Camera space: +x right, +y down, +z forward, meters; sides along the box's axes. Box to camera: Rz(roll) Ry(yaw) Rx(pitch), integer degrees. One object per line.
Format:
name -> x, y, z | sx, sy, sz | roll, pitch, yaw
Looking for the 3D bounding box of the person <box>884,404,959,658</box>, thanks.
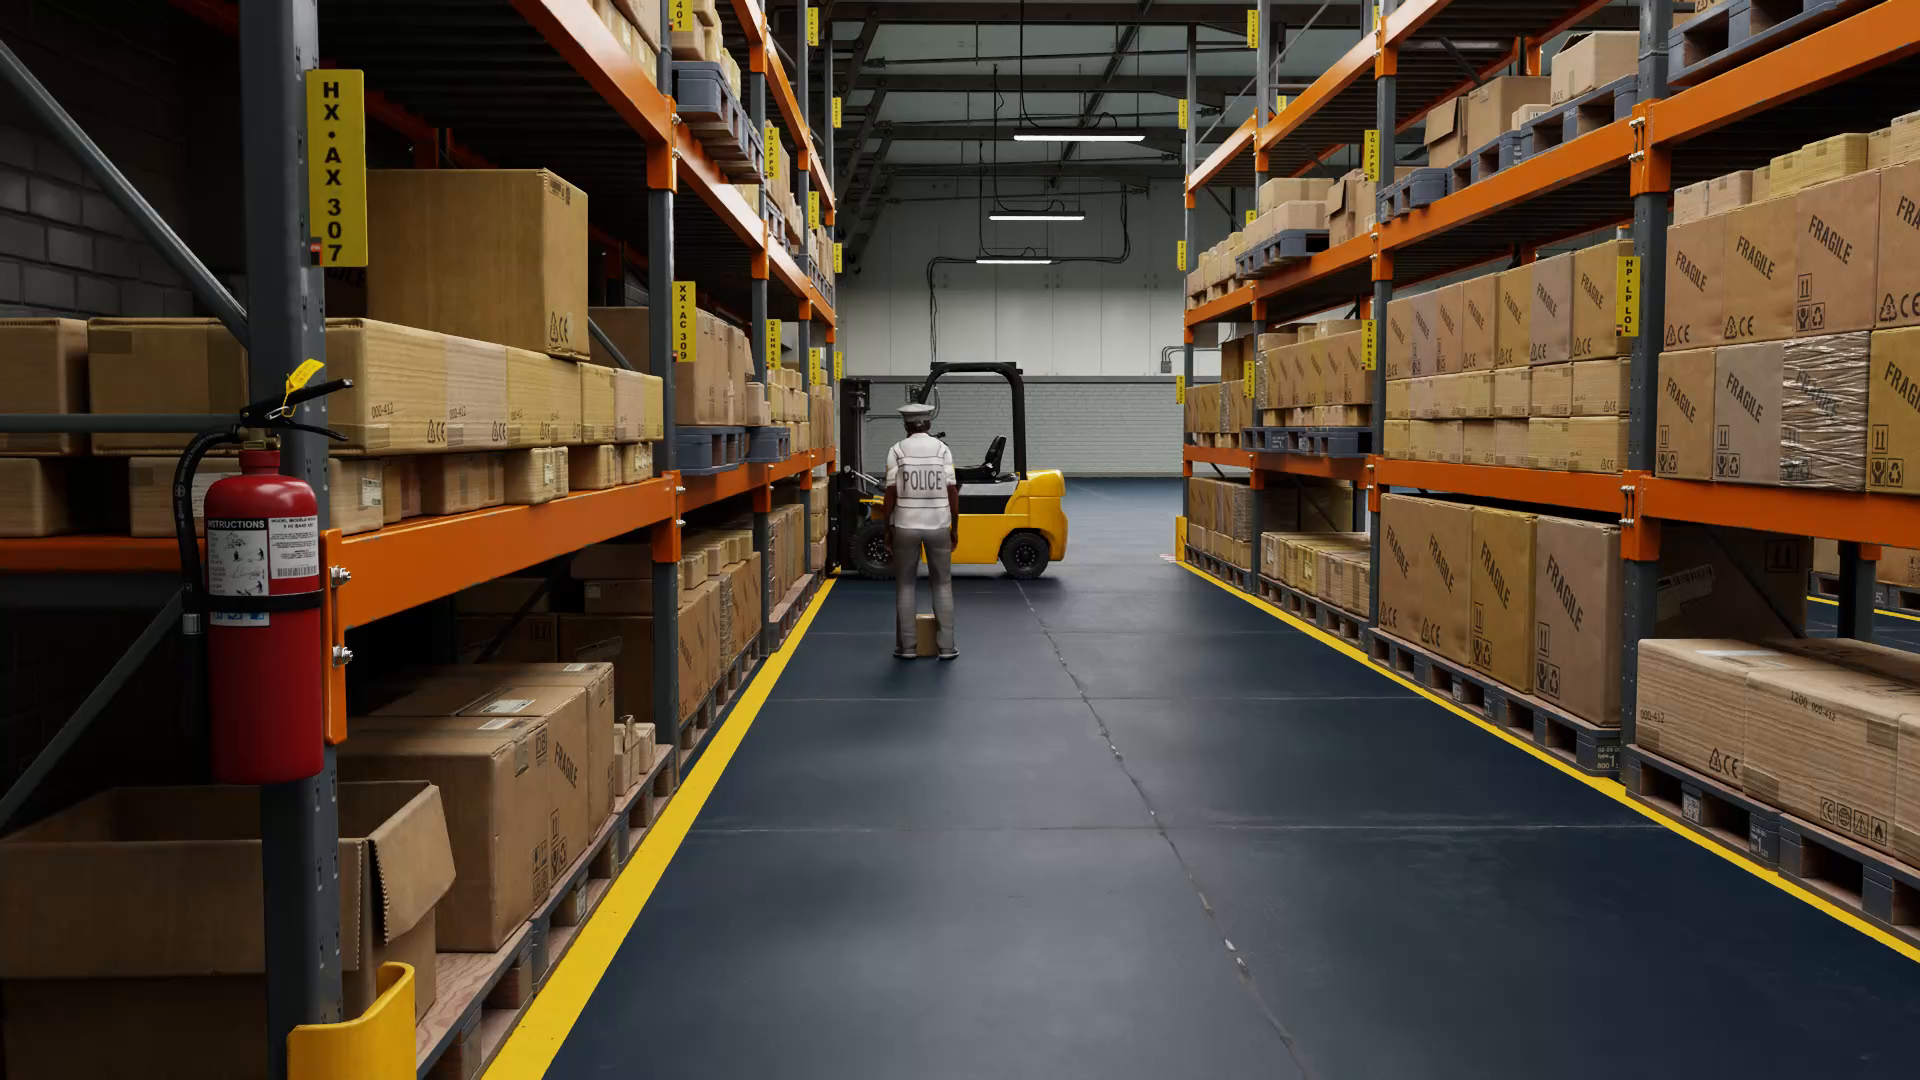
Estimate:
person -> -0.249, -0.054, 10.818 | 0.503, 1.656, 0.421 | 0, 4, -7
